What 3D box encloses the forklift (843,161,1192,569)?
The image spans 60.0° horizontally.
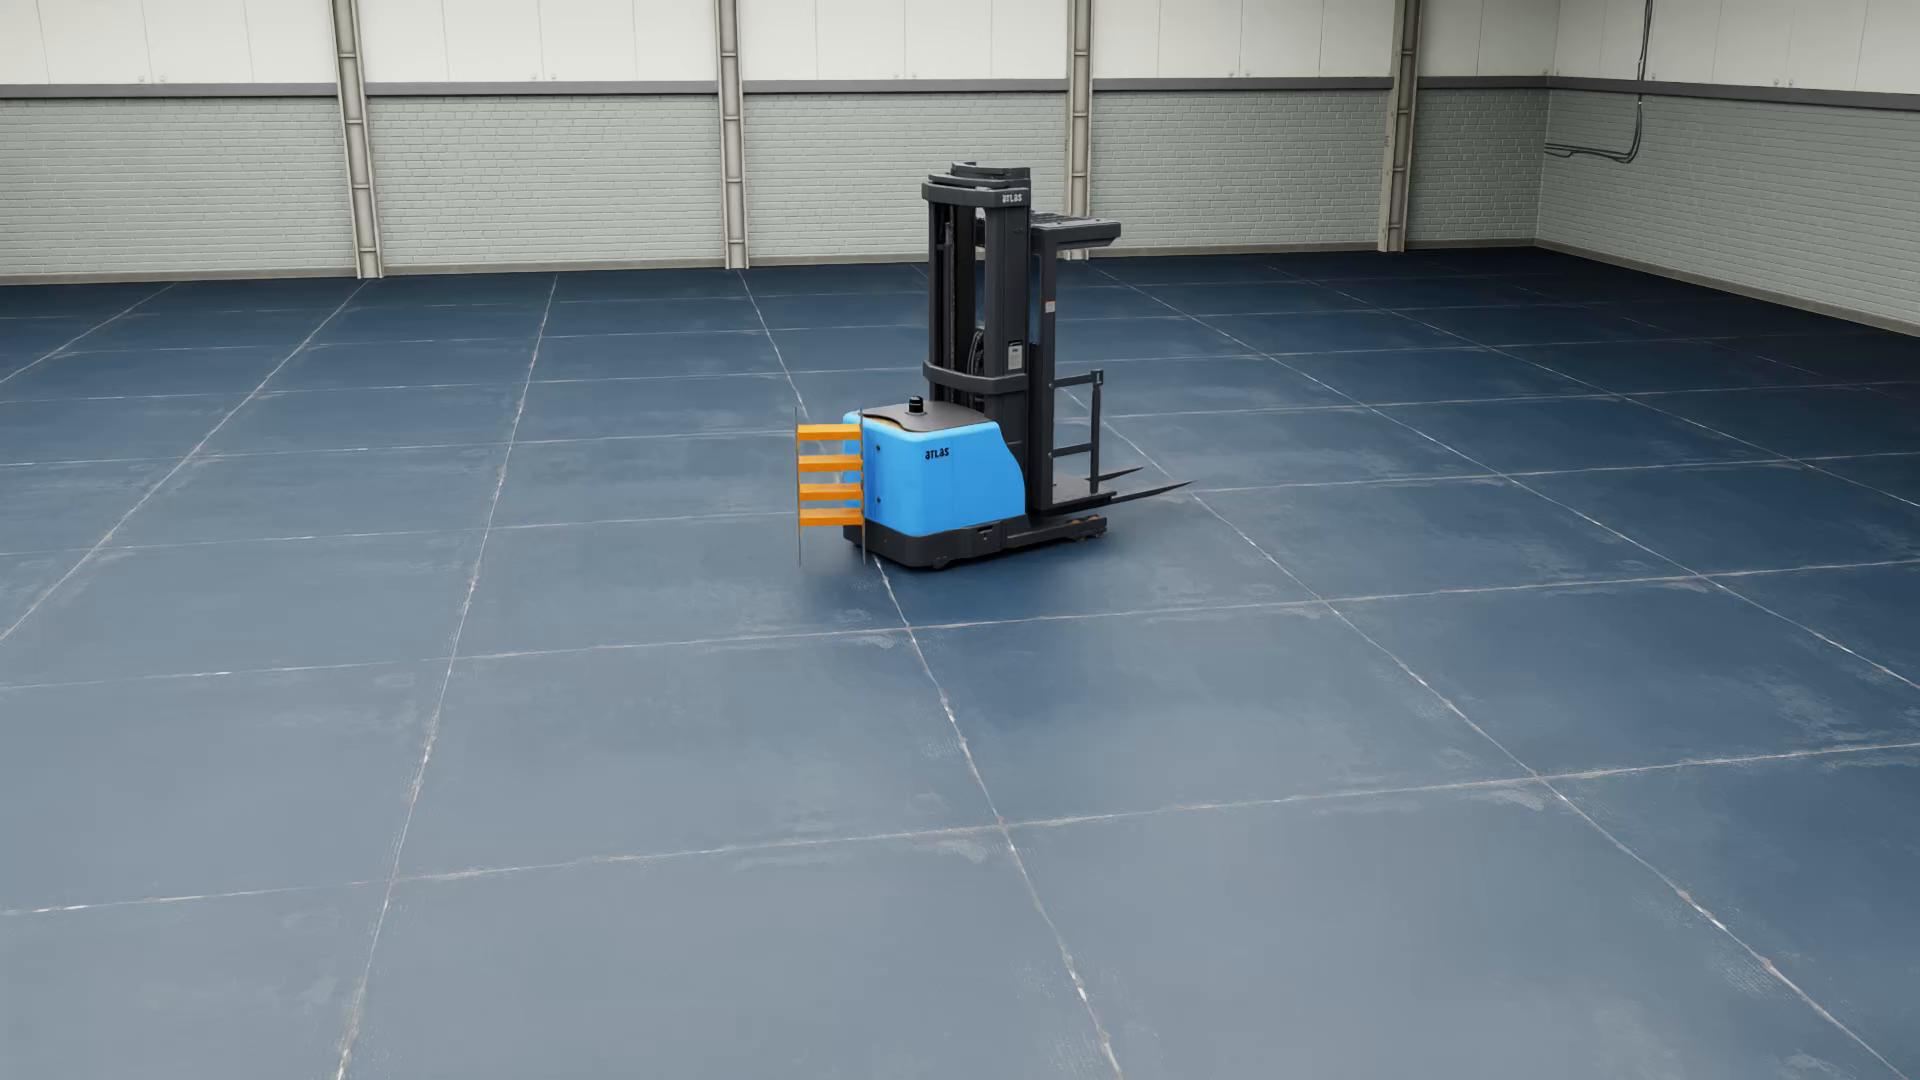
[{"bbox_3d":[0.567,-1.504,13.215,3.031,2.935,1.130,-12,21,-34],"label":"forklift"}]

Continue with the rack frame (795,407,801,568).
[{"bbox_3d":[-1.222,-0.393,12.547,0.015,1.200,0.240,-1,17,-5],"label":"rack frame"}]

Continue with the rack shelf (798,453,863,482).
[{"bbox_3d":[-0.979,-0.549,12.522,0.480,0.148,0.258,-1,17,-5],"label":"rack shelf"}]

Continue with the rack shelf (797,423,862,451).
[{"bbox_3d":[-0.979,-0.775,12.453,0.480,0.148,0.258,-1,17,-5],"label":"rack shelf"}]

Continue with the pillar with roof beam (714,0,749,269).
[{"bbox_3d":[-3.011,-7.740,23.185,0.400,9.000,9.100,-3,17,-10],"label":"pillar with roof beam"}]

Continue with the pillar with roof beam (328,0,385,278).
[{"bbox_3d":[-8.903,-7.406,22.097,0.400,9.000,9.100,-3,17,-10],"label":"pillar with roof beam"}]

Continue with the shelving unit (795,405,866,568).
[{"bbox_3d":[-0.979,-0.399,12.568,0.503,1.200,0.258,-1,17,-5],"label":"shelving unit"}]

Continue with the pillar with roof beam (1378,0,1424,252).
[{"bbox_3d":[8.771,-8.408,25.361,0.400,9.000,9.100,-3,17,-10],"label":"pillar with roof beam"}]

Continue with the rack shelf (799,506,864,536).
[{"bbox_3d":[-0.979,-0.145,12.646,0.480,0.148,0.258,-1,17,-5],"label":"rack shelf"}]

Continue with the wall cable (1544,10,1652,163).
[{"bbox_3d":[11.097,-7.948,29.151,0.112,2.526,3.097,-3,17,-10],"label":"wall cable"}]

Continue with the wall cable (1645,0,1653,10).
[{"bbox_3d":[11.610,-9.582,25.870,0.112,2.526,3.097,-3,17,-10],"label":"wall cable"}]

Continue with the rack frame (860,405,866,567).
[{"bbox_3d":[-0.736,-0.406,12.589,0.015,1.200,0.240,-1,17,-5],"label":"rack frame"}]

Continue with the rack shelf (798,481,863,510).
[{"bbox_3d":[-0.979,-0.335,12.588,0.480,0.148,0.258,-1,17,-5],"label":"rack shelf"}]
